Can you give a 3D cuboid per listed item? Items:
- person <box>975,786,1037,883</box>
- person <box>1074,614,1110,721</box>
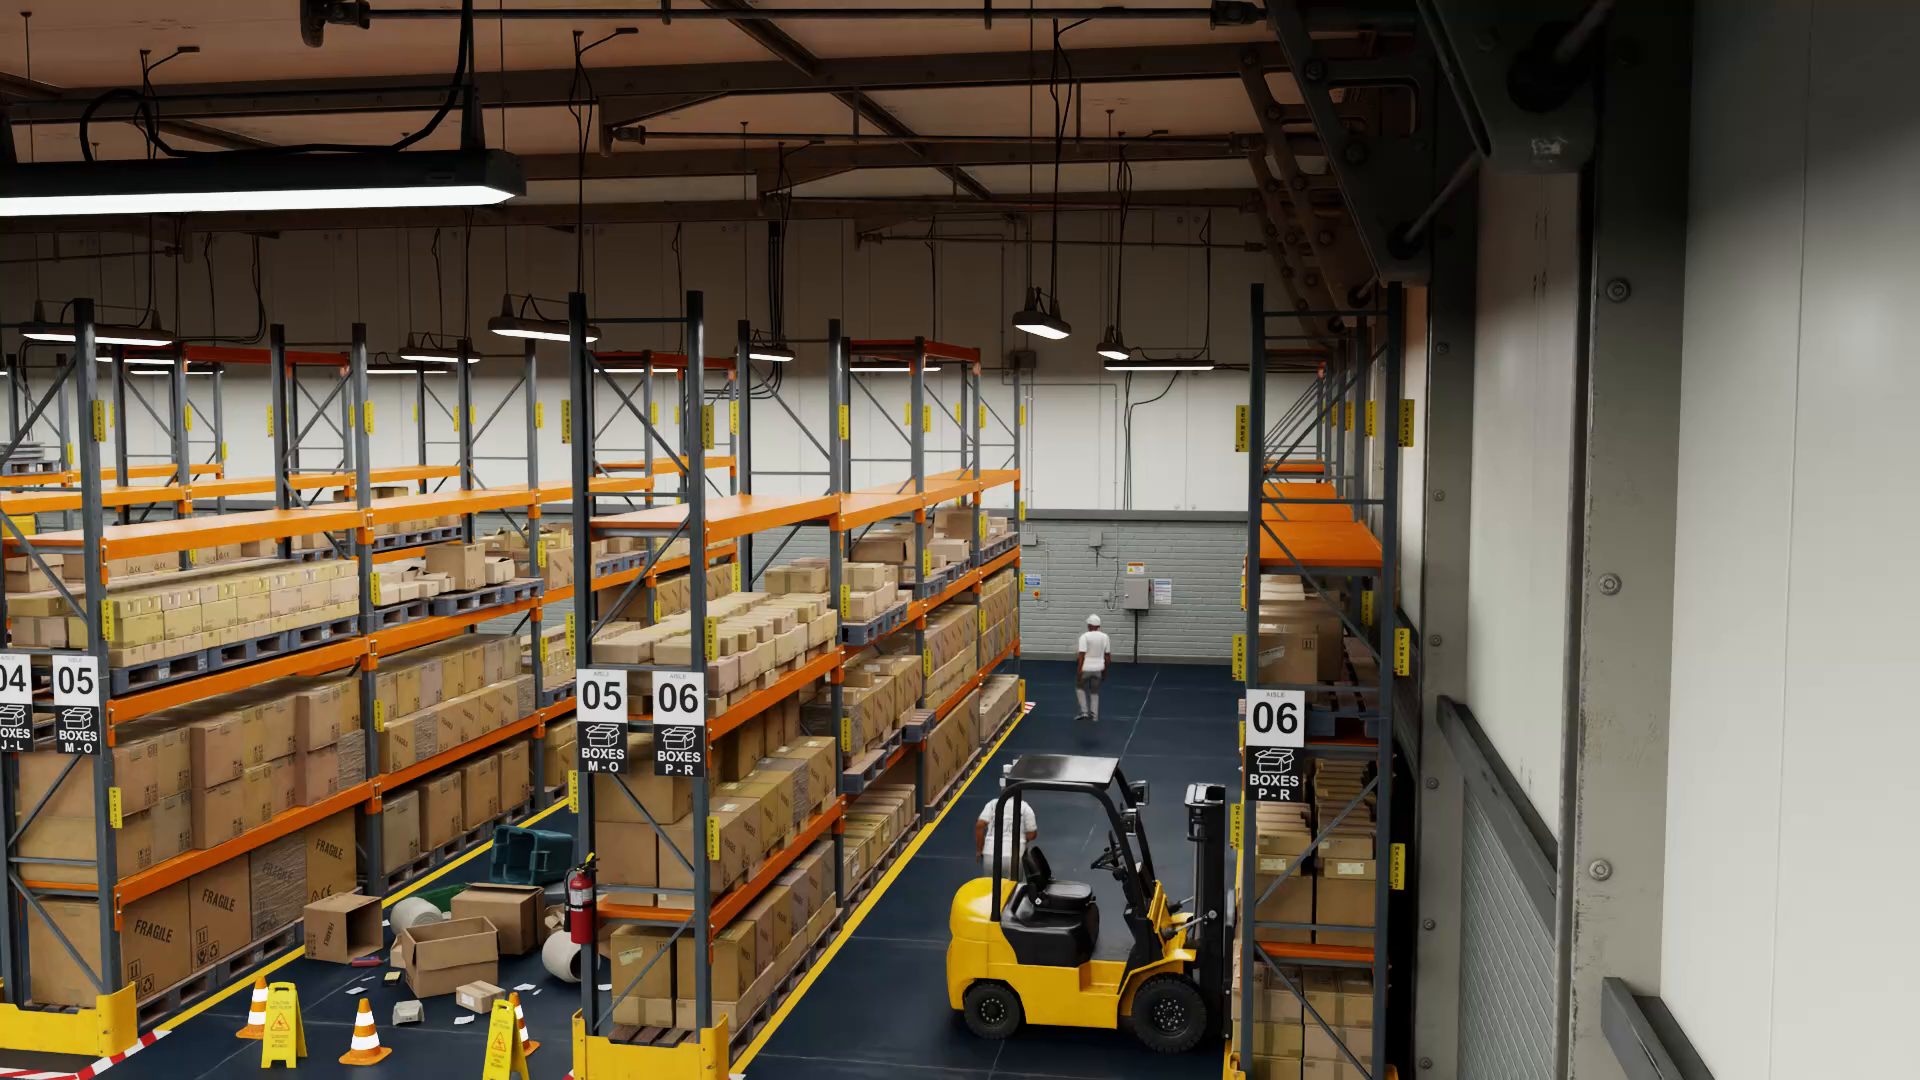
[{"bbox_3d":[0.450,3.091,16.229,0.588,1.559,0.721,1,5,12],"label":"person"},{"bbox_3d":[2.079,2.010,25.968,0.564,1.700,0.618,-1,5,-7],"label":"person"}]
